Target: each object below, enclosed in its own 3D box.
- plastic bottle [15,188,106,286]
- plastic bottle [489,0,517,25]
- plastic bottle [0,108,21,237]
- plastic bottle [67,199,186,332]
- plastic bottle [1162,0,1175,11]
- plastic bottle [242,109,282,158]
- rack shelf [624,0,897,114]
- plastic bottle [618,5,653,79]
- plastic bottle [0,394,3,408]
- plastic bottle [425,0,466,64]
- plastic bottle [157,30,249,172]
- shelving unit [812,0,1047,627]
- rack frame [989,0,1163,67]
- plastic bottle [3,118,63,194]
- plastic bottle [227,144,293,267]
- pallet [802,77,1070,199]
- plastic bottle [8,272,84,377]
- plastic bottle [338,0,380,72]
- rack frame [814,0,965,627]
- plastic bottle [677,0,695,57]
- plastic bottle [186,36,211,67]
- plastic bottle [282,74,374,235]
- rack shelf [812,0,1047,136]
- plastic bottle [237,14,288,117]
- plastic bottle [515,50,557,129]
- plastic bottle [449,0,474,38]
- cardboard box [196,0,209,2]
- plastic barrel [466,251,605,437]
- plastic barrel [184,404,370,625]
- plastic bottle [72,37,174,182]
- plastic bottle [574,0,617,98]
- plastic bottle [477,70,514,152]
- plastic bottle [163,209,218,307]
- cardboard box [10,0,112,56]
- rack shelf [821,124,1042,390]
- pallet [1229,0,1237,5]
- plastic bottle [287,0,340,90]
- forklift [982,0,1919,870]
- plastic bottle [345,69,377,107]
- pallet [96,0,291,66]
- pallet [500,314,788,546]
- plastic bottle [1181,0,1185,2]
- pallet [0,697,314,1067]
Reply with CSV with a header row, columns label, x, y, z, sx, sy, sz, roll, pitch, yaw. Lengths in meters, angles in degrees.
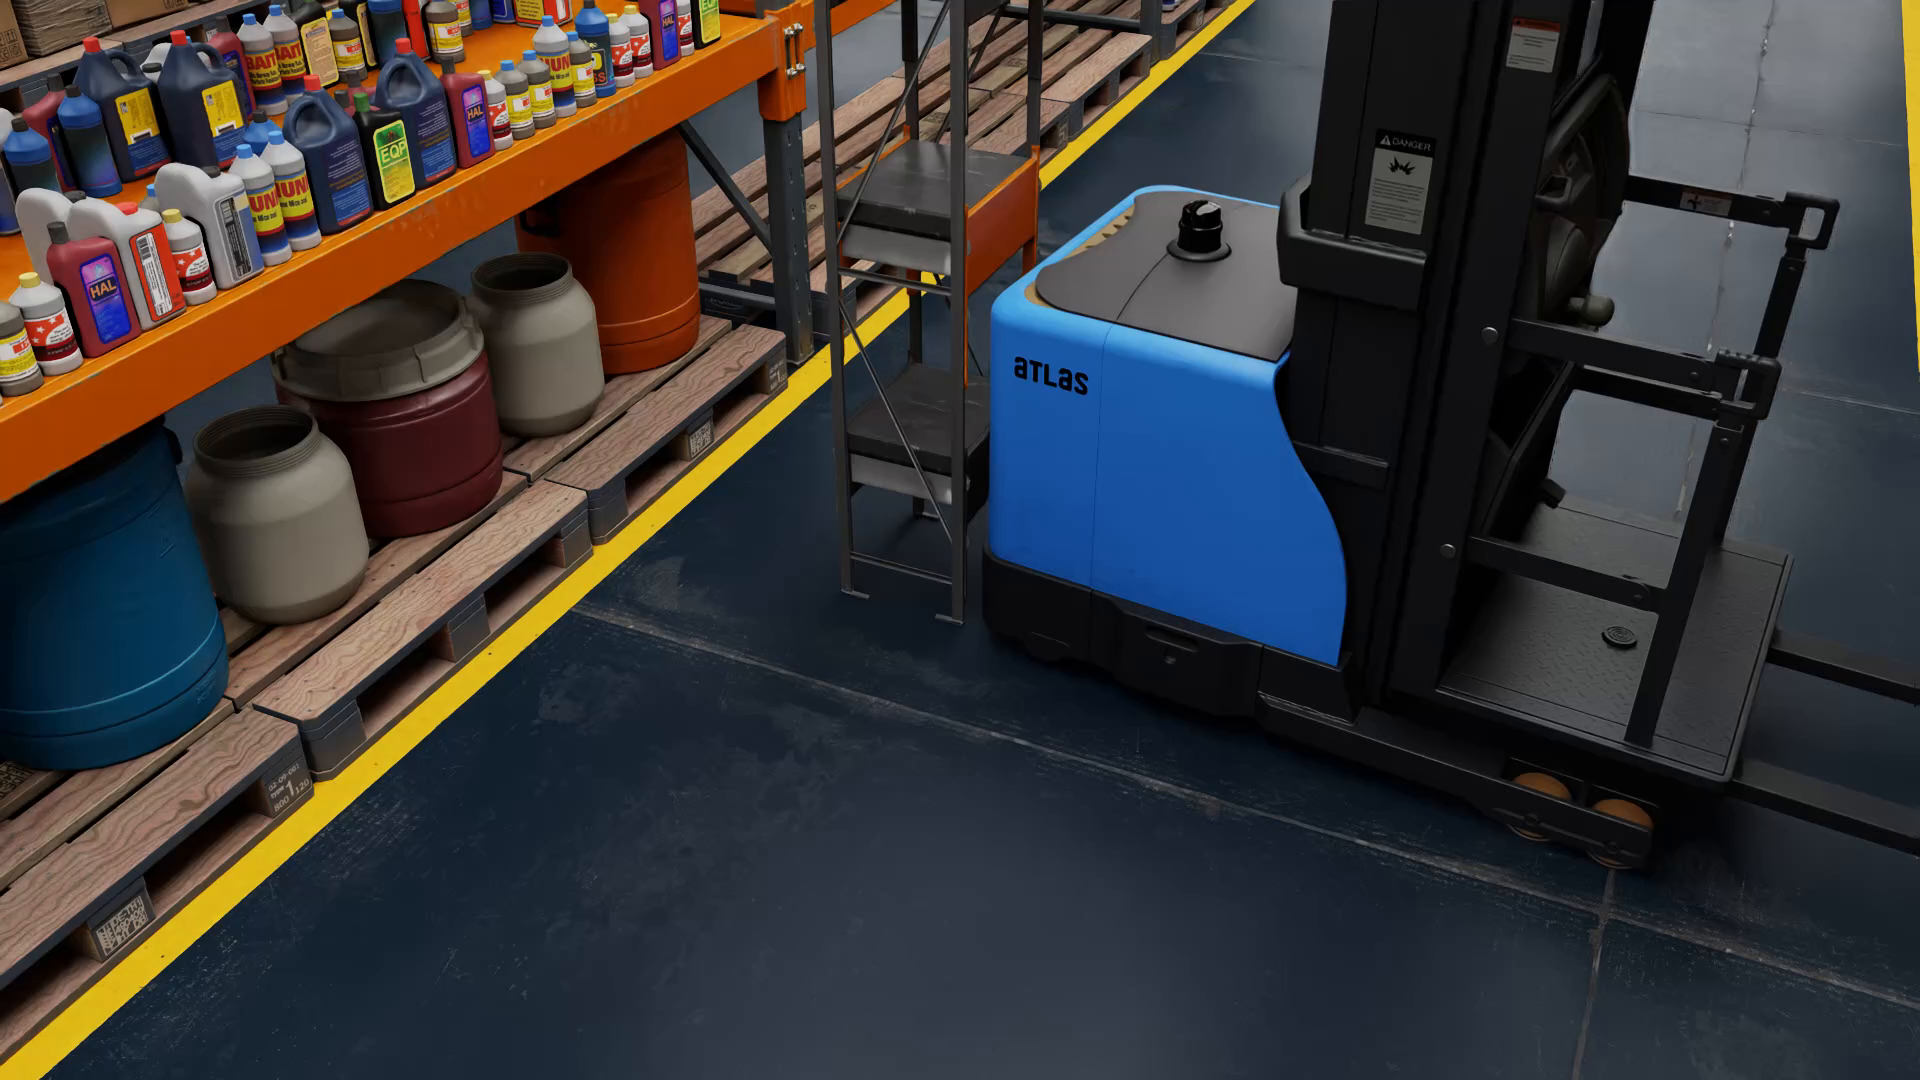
label,x,y,z,sx,sy,sz,roll,pitch,yaw
plastic bottle,-1.917,-0.639,3.603,0.152,0.276,0.135,14,36,20
plastic bottle,-1.507,-1.851,5.451,0.152,0.276,0.135,14,36,20
plastic bottle,-2.317,-0.886,3.979,0.152,0.276,0.135,14,36,20
plastic bottle,-1.779,-0.605,3.550,0.152,0.276,0.135,14,36,20
plastic bottle,1.173,-3.138,9.387,0.097,0.271,0.097,0,33,0
plastic bottle,-1.658,-0.900,4.004,0.097,0.271,0.097,0,33,0
rack shelf,-0.195,-2.740,7.349,1.077,0.370,4.000,14,36,20
plastic bottle,-0.975,-1.494,4.974,0.097,0.201,0.097,0,33,0
plastic bottle,-1.940,-0.375,3.204,0.097,0.271,0.097,0,33,0
plastic bottle,-1.579,-1.570,5.090,0.097,0.201,0.097,0,33,0
plastic bottle,-1.963,-1.145,4.306,0.144,0.351,0.185,14,36,20
shelving unit,-0.069,-0.796,4.548,0.431,2.100,0.503,14,36,20
rack frame,0.641,-4.037,8.670,1.000,3.000,0.127,14,36,20
plastic bottle,-2.196,-0.865,3.951,0.097,0.271,0.097,0,33,0
plastic bottle,-1.608,-0.770,3.806,0.097,0.271,0.097,0,33,0
pallet,-0.161,-1.861,7.895,1.003,0.211,1.213,14,36,20
plastic bottle,-1.858,-0.443,3.371,0.097,0.201,0.097,0,33,0
plastic bottle,-1.798,-1.568,5.011,0.061,0.283,0.133,14,36,20
rack frame,-0.171,-0.674,4.363,0.400,2.100,0.015,14,36,20
plastic bottle,-0.879,-1.609,5.149,0.097,0.201,0.097,0,33,0
plastic bottle,-2.063,-1.223,4.496,0.097,0.271,0.097,0,33,0
plastic bottle,-1.530,-0.927,3.973,0.144,0.351,0.185,14,36,20
rack shelf,-0.069,-1.370,4.172,0.431,0.518,0.480,14,36,20
plastic bottle,-1.967,-1.337,4.672,0.097,0.271,0.097,0,33,0
plastic bottle,-1.179,-1.251,4.604,0.097,0.201,0.097,0,33,0
plastic bottle,-1.621,-1.720,5.319,0.097,0.201,0.097,0,33,0
cardboard box,-4.584,-3.499,9.729,0.700,0.500,0.500,11,35,16
plastic barrel,-1.376,-0.630,5.362,0.421,0.512,0.421,0,33,0
plastic barrel,-1.849,-0.068,4.504,0.421,0.512,0.421,0,33,0
plastic bottle,-2.157,-1.113,4.257,0.144,0.351,0.185,14,36,20
plastic bottle,-1.057,-1.426,4.807,0.097,0.271,0.097,0,33,0
plastic bottle,-1.260,-1.154,4.456,0.097,0.201,0.097,0,33,0
plastic bottle,-1.705,-0.625,3.649,0.097,0.201,0.097,0,33,0
cardboard box,-5.048,-2.937,8.872,0.700,0.500,0.500,11,35,17
rack shelf,-0.069,-0.784,4.556,0.431,0.518,0.480,14,36,20
pallet,1.469,-3.805,10.861,1.003,0.211,1.213,14,36,20
plastic bottle,-1.894,-1.453,4.836,0.061,0.283,0.133,14,36,20
forklift,1.598,-0.763,3.741,3.031,2.935,1.130,18,37,25
plastic bottle,-1.500,-1.068,4.250,0.061,0.283,0.133,14,36,20
pallet,-4.691,-3.009,9.646,1.003,0.211,1.213,14,36,20
pallet,-1.324,-0.476,5.783,1.003,0.211,1.213,14,36,20
plastic bottle,1.258,-3.210,9.560,0.097,0.201,0.097,0,33,0
pallet,-2.345,0.739,3.930,1.003,0.211,1.213,14,36,20
